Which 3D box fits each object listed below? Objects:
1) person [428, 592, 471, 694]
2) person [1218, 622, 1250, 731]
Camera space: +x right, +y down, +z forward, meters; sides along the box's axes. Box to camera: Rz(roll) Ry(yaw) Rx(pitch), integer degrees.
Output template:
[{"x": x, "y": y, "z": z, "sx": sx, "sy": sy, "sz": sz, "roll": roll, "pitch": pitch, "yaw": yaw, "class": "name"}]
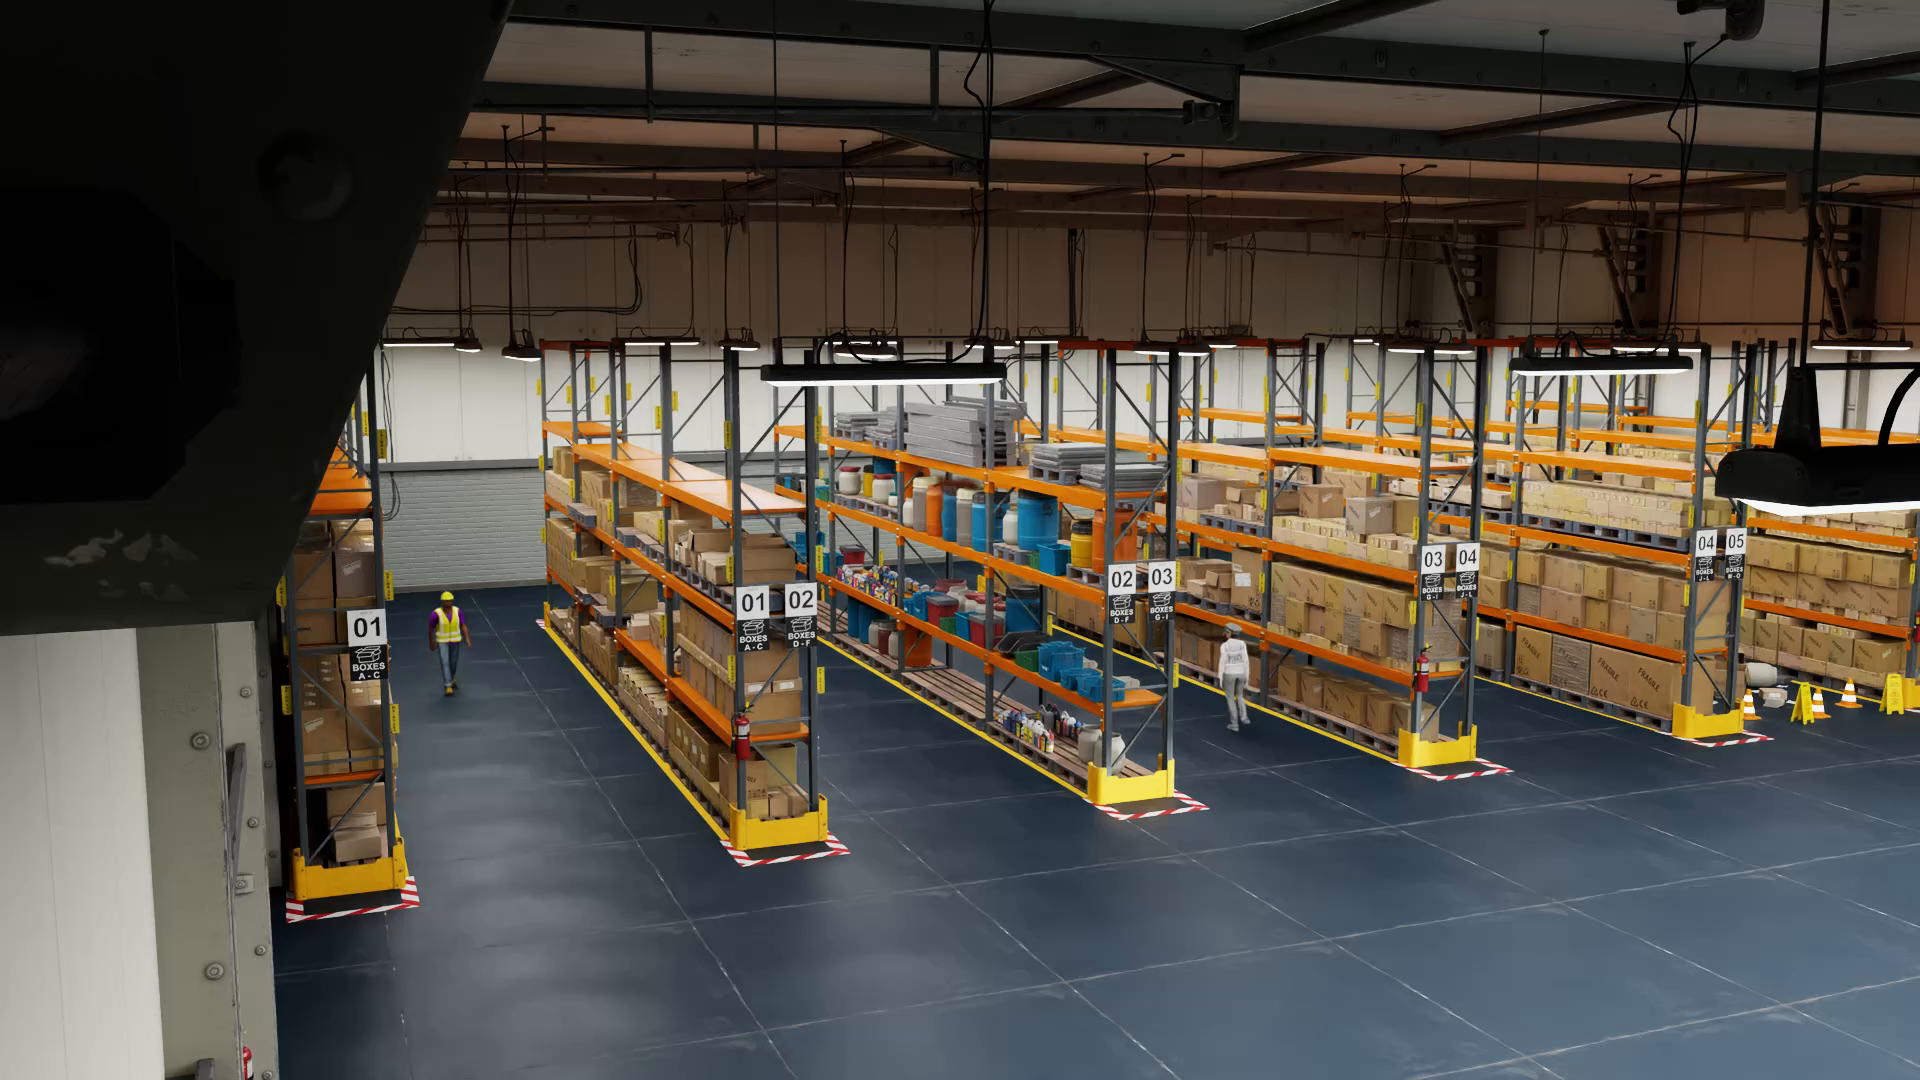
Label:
[{"x": -8.807, "y": 1.745, "z": 28.685, "sx": 0.668, "sy": 1.710, "sz": 1.081, "roll": -3, "pitch": 8, "yaw": -24, "class": "person"}, {"x": 4.278, "y": 2.128, "z": 25.926, "sx": 0.500, "sy": 1.680, "sz": 0.448, "roll": -2, "pitch": 8, "yaw": -14, "class": "person"}]
